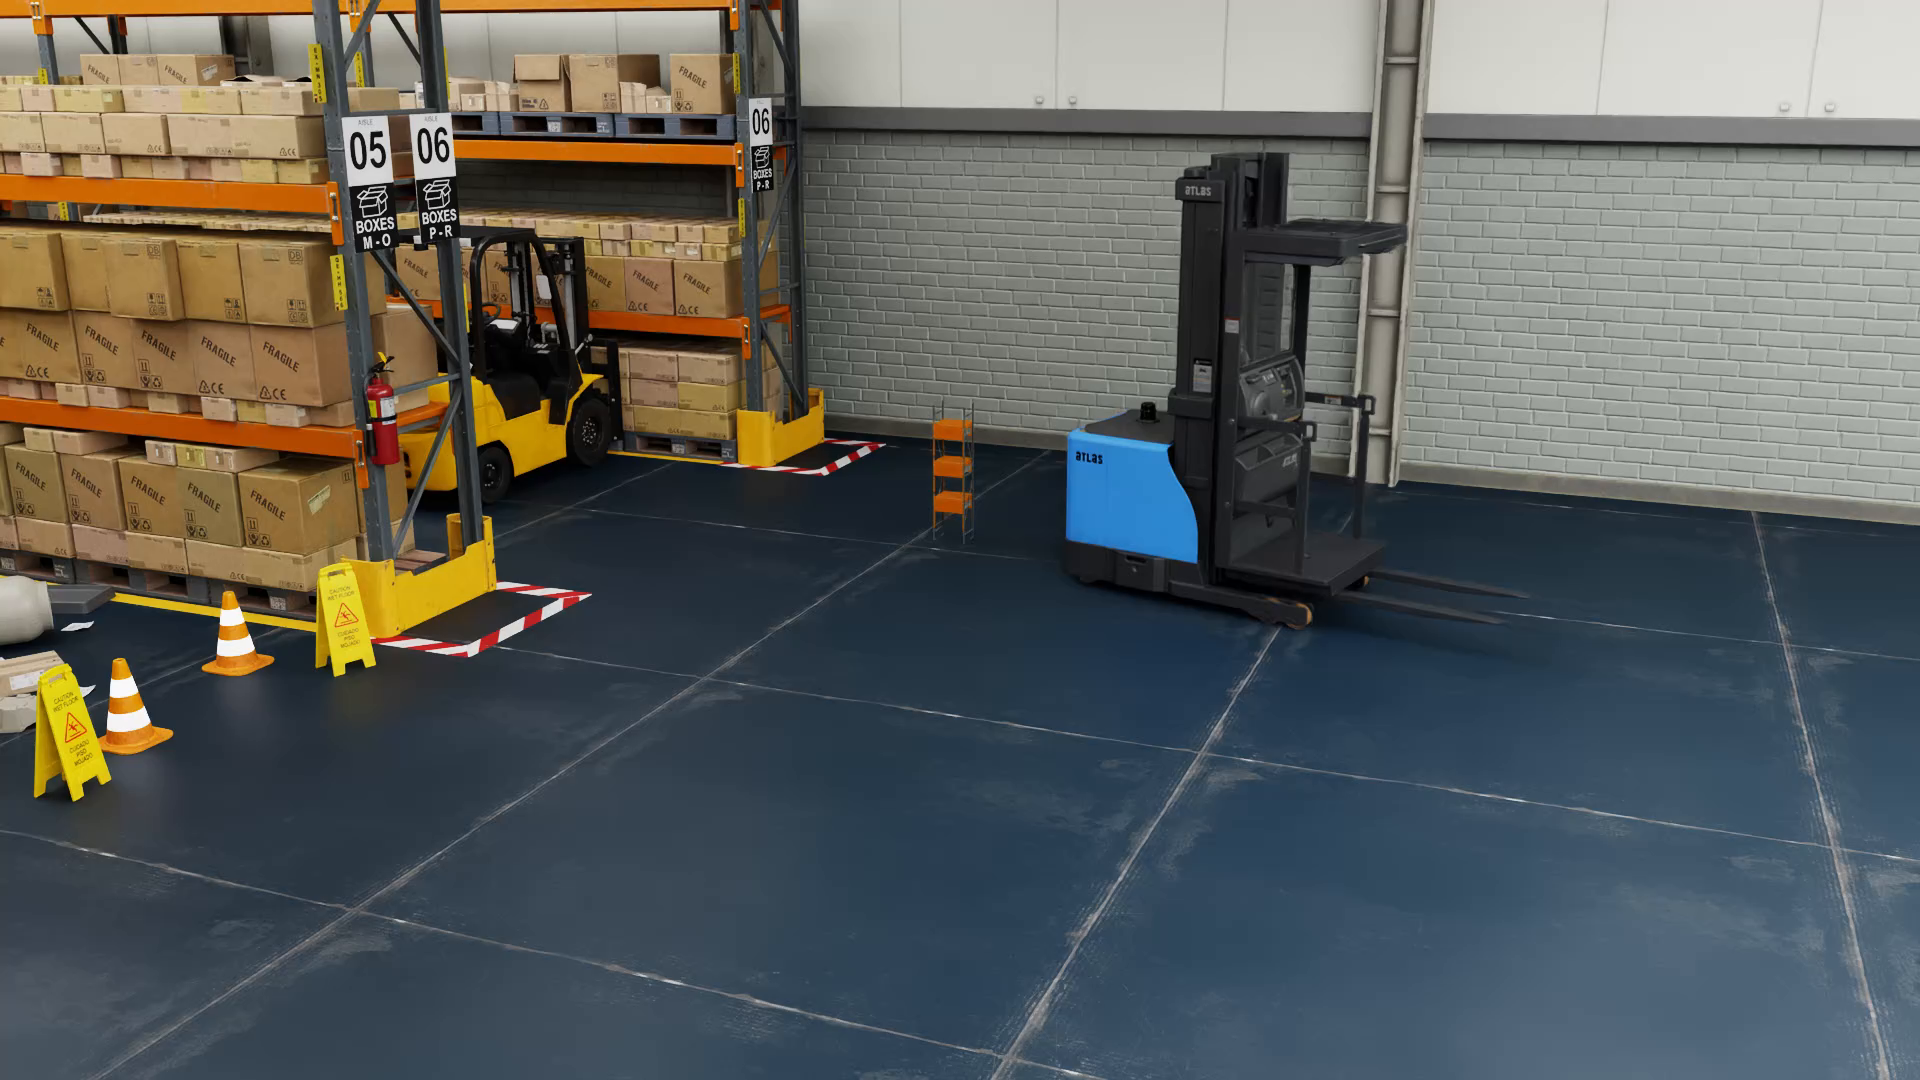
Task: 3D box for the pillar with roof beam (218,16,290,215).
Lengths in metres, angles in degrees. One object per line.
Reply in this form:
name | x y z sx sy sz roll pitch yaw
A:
pillar with roof beam | -9.154 -4.945 13.565 0.400 9.000 9.100 6 17 21

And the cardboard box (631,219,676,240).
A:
cardboard box | -2.785 -2.827 15.156 0.250 0.149 0.380 6 17 21

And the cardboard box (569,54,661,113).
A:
cardboard box | -3.093 -4.112 14.966 0.500 0.500 0.700 6 17 21

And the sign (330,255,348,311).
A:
sign | -3.716 -1.539 9.952 0.005 0.325 0.100 6 17 21

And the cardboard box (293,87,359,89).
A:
cardboard box | -3.990 -2.787 10.535 0.250 0.149 0.380 6 17 20

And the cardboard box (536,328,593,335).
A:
cardboard box | -3.926 -1.928 16.321 0.500 0.250 0.500 6 17 21

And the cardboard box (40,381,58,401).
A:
cardboard box | -6.050 -1.062 11.400 0.250 0.149 0.380 6 17 20

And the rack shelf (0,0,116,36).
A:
rack shelf | -10.978 -5.628 17.926 4.000 0.370 1.077 6 17 21

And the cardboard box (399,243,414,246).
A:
cardboard box | -5.197 -2.929 16.040 0.250 0.149 0.380 6 17 20

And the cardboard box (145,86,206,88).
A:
cardboard box | -5.153 -2.929 11.024 0.250 0.149 0.380 7 17 22

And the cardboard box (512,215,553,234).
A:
cardboard box | -3.982 -2.952 15.586 0.250 0.149 0.380 6 17 20

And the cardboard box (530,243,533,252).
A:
cardboard box | -4.017 -2.791 15.564 0.250 0.149 0.380 6 17 19

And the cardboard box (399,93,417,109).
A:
cardboard box | -5.091 -4.115 15.607 0.250 0.149 0.380 7 17 22

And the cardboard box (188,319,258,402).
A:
cardboard box | -4.564 -1.201 10.717 0.500 0.500 0.500 6 17 21

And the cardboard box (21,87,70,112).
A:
cardboard box | -5.810 -2.850 10.749 0.250 0.149 0.380 6 17 20

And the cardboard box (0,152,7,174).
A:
cardboard box | -6.302 -2.533 11.090 0.250 0.149 0.380 7 18 22

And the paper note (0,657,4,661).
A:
paper note | -5.838 0.752 10.050 0.142 0.019 0.148 14 21 40

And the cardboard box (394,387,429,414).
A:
cardboard box | -3.734 -0.941 10.986 0.250 0.149 0.380 6 17 21

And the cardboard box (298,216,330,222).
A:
cardboard box | -6.575 -3.241 17.115 0.250 0.149 0.380 6 17 21

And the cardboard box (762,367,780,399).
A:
cardboard box | -2.037 -1.484 15.689 0.500 0.250 0.500 7 17 22

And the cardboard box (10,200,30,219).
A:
cardboard box | -10.704 -3.450 18.238 0.637 0.503 0.797 6 17 19

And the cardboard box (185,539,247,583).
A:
cardboard box | -4.823 0.077 11.206 0.500 0.250 0.500 6 17 21

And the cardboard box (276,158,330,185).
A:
cardboard box | -3.928 -2.257 10.139 0.250 0.149 0.380 6 17 21

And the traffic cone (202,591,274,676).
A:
traffic cone | -4.367 0.535 10.000 0.334 0.463 0.336 6 17 21

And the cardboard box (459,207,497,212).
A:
cardboard box | -4.771 -3.182 16.378 0.250 0.149 0.380 6 17 19

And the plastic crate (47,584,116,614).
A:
plastic crate | -6.055 0.393 11.178 0.583 0.080 0.402 0 16 1

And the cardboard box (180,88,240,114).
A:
cardboard box | -4.604 -2.731 10.342 0.250 0.149 0.380 6 17 21

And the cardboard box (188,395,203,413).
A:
cardboard box | -4.864 -0.946 11.002 0.250 0.149 0.380 7 17 21

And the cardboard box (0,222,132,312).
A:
cardboard box | -5.961 -1.836 11.112 0.500 0.500 0.700 6 17 19

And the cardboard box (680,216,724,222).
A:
cardboard box | -2.392 -2.912 15.449 0.250 0.149 0.380 7 17 22

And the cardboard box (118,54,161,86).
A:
cardboard box | -8.027 -4.655 16.835 0.500 0.500 0.700 6 17 20

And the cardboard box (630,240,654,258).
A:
cardboard box | -2.795 -2.673 15.157 0.250 0.149 0.380 6 17 20

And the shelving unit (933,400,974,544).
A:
shelving unit | -0.050 -0.510 12.546 0.252 1.050 0.215 6 17 21

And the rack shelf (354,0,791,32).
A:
rack shelf | -3.536 -4.809 15.107 4.000 0.370 1.077 6 17 21

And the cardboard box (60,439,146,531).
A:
cardboard box | -5.781 -0.388 11.465 0.500 0.500 0.500 7 18 24

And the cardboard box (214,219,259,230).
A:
cardboard box | -7.271 -3.137 16.758 0.250 0.149 0.380 6 17 19

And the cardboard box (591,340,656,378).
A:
cardboard box | -3.169 -1.689 15.495 0.500 0.250 0.500 7 17 21

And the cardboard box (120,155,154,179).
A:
cardboard box | -5.109 -2.396 10.616 0.250 0.149 0.380 6 17 19

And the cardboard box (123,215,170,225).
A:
cardboard box | -8.432 -3.284 17.261 0.250 0.149 0.380 7 18 22

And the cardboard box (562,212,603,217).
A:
cardboard box | -3.585 -3.045 15.906 0.250 0.149 0.380 7 18 22

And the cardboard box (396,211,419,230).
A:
cardboard box | -5.209 -3.063 15.969 0.250 0.149 0.380 7 17 22

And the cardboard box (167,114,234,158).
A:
cardboard box | -4.531 -2.523 10.338 0.500 0.250 0.500 6 17 20

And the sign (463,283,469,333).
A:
sign | -3.295 -1.530 11.011 0.005 0.325 0.100 6 17 21

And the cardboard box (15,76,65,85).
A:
cardboard box | -9.546 -4.741 17.264 0.250 0.149 0.380 7 18 22

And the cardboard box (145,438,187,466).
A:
cardboard box | -5.178 -0.615 11.081 0.250 0.149 0.380 7 18 23

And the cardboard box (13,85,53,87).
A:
cardboard box | -6.360 -3.053 11.450 0.250 0.149 0.380 7 17 22

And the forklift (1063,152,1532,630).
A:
forklift | 2.227 -1.000 10.861 3.031 2.935 1.130 11 19 33

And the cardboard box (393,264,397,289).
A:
cardboard box | -5.759 -2.720 16.932 0.500 0.250 0.500 7 17 22

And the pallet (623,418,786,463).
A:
pallet | -2.403 -0.990 15.703 1.213 0.211 1.003 6 17 21

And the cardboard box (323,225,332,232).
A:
cardboard box | -6.043 -3.029 16.384 0.250 0.149 0.380 6 17 20

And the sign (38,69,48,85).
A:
sign | -9.319 -4.628 16.927 0.005 0.325 0.100 6 17 21

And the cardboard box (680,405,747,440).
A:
cardboard box | -2.229 -1.109 15.291 0.500 0.250 0.500 6 17 21

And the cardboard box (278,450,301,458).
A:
cardboard box | -4.653 -0.424 11.587 0.500 0.500 0.500 6 17 19

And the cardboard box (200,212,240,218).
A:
cardboard box | -7.770 -3.364 17.539 0.250 0.149 0.380 6 17 20

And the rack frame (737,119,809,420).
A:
rack frame | -1.676 -2.261 15.082 0.127 3.000 1.000 6 17 21

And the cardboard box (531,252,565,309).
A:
cardboard box | -3.658 -2.448 15.546 0.500 0.500 0.500 6 17 21

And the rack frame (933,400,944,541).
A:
rack frame | -0.163 -0.522 12.589 0.008 1.050 0.200 6 17 21
